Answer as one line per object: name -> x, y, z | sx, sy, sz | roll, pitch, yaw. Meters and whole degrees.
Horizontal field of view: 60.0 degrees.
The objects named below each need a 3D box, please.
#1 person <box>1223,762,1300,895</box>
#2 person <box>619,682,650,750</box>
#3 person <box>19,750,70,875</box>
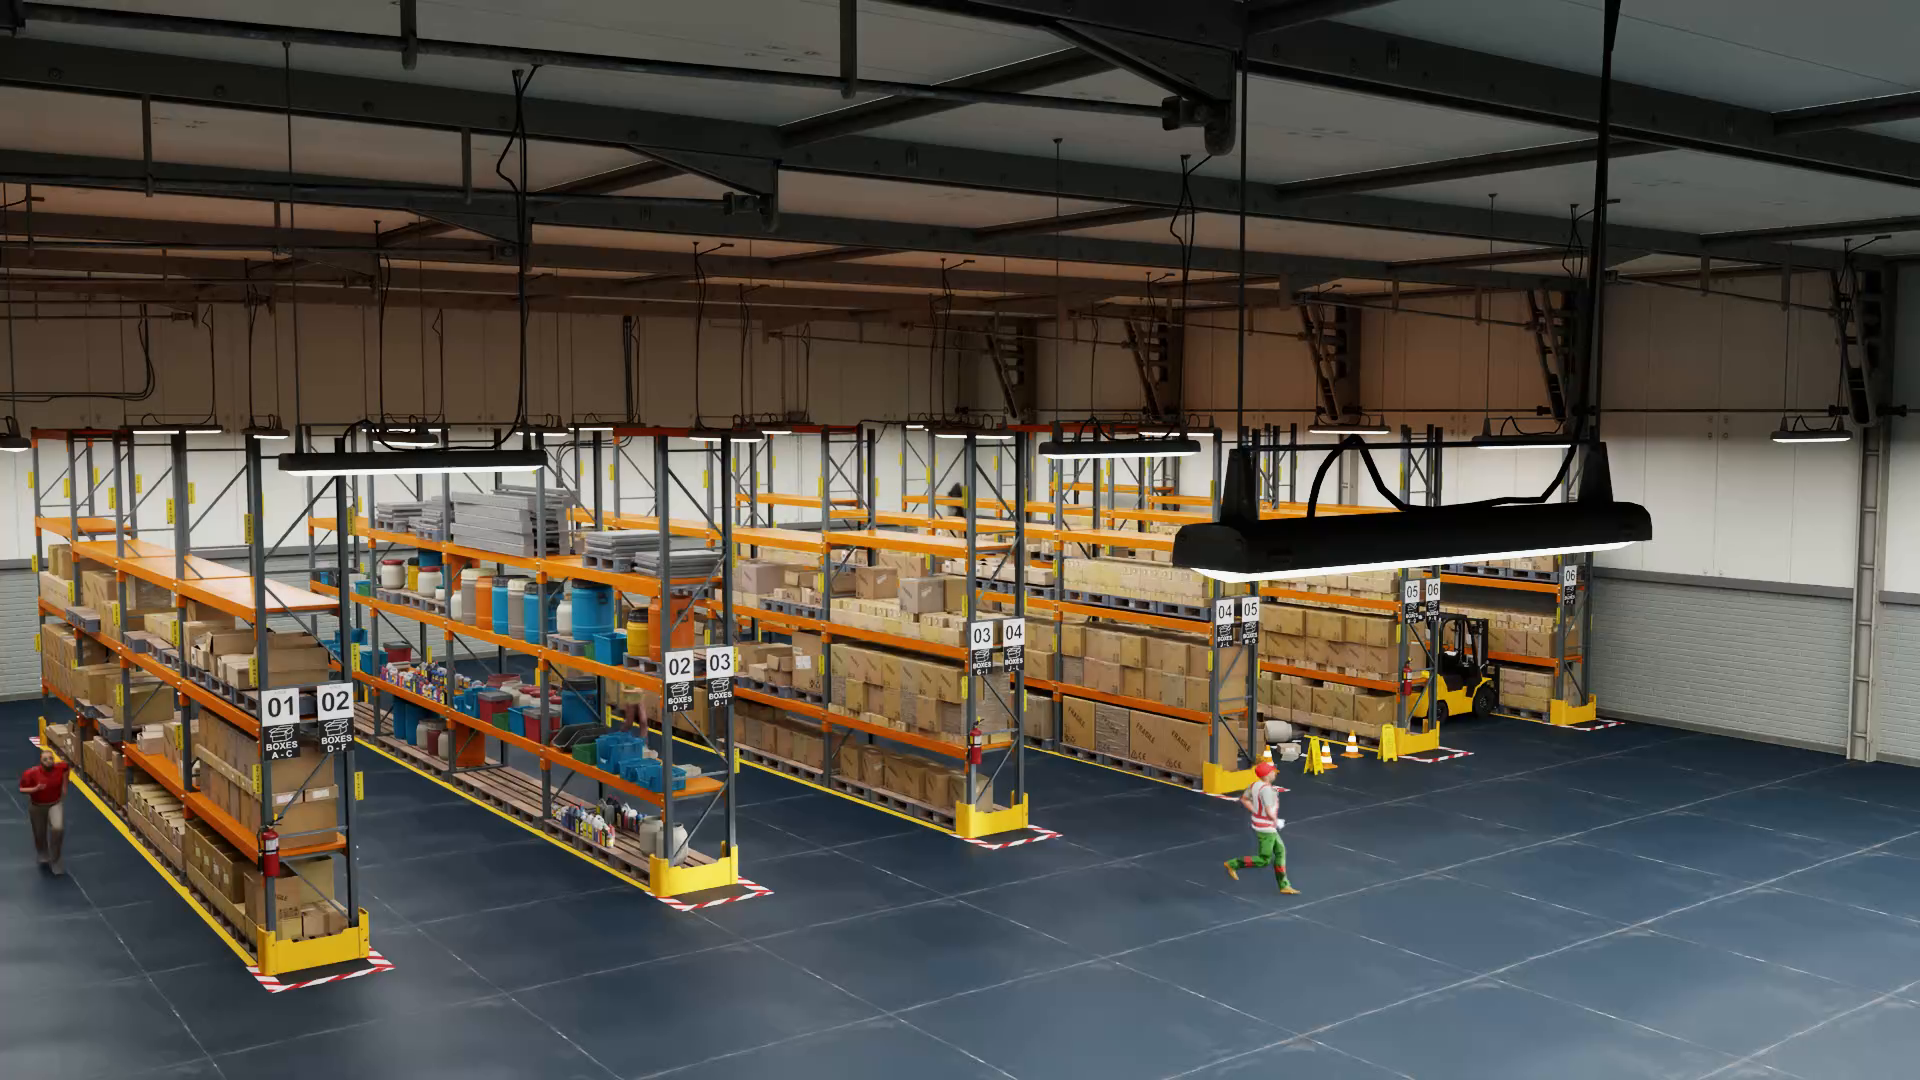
person -> 3.939, 3.774, 21.658 | 1.049, 1.767, 0.634 | 0, 4, -3
person -> -6.081, 3.053, 30.931 | 0.564, 1.696, 0.927 | -4, 6, -44
person -> -12.539, 3.707, 22.812 | 0.647, 1.738, 0.961 | -3, 5, -34
